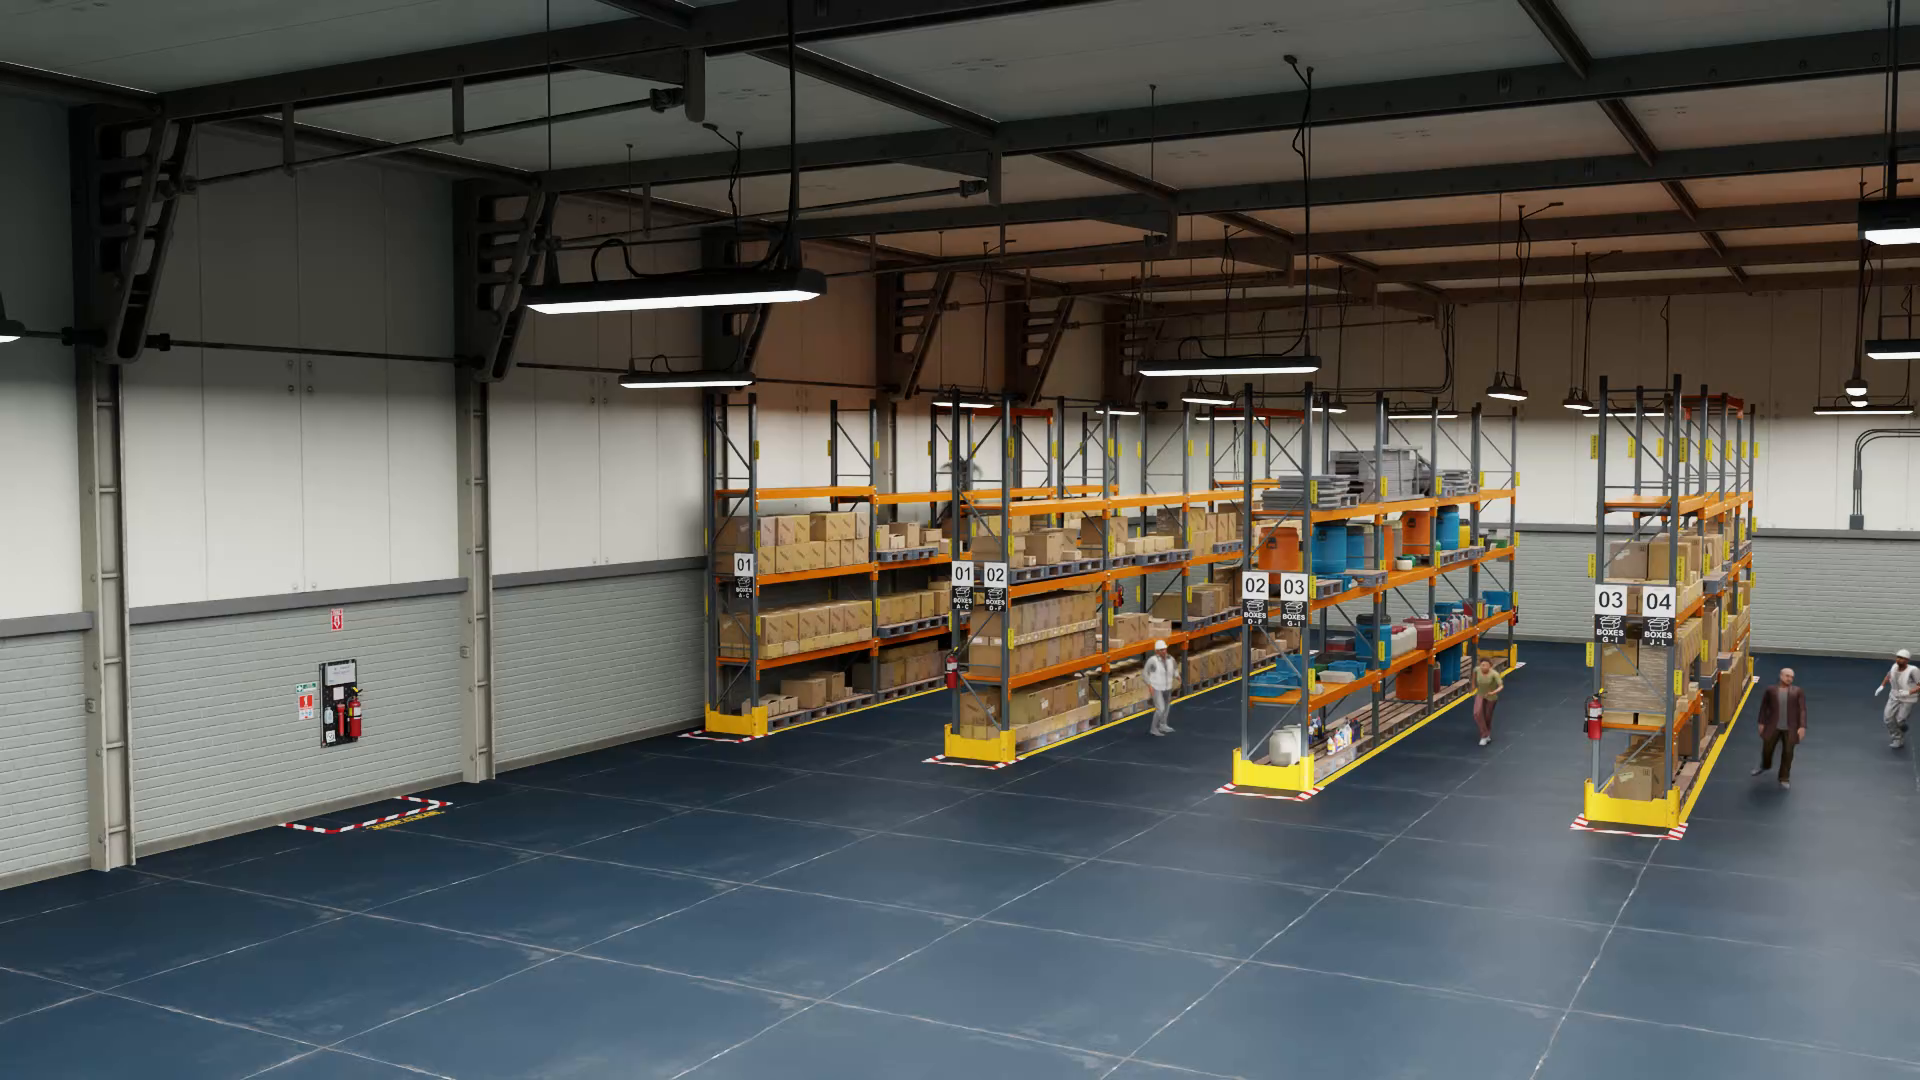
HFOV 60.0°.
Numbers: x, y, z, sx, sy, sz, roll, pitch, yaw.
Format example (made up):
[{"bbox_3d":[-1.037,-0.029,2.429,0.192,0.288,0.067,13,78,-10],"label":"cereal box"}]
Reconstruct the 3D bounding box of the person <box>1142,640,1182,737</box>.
[{"bbox_3d":[3.559,2.593,29.201,0.707,1.714,0.801,-2,4,-30],"label":"person"}]

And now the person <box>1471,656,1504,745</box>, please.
[{"bbox_3d":[9.010,2.695,28.384,0.584,1.512,1.014,2,3,27],"label":"person"}]

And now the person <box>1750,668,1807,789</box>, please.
[{"bbox_3d":[12.186,2.775,24.744,0.753,1.773,0.644,2,4,28],"label":"person"}]

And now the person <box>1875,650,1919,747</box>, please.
[{"bbox_3d":[15.854,2.669,27.979,0.561,1.687,0.786,-2,4,-34],"label":"person"}]
